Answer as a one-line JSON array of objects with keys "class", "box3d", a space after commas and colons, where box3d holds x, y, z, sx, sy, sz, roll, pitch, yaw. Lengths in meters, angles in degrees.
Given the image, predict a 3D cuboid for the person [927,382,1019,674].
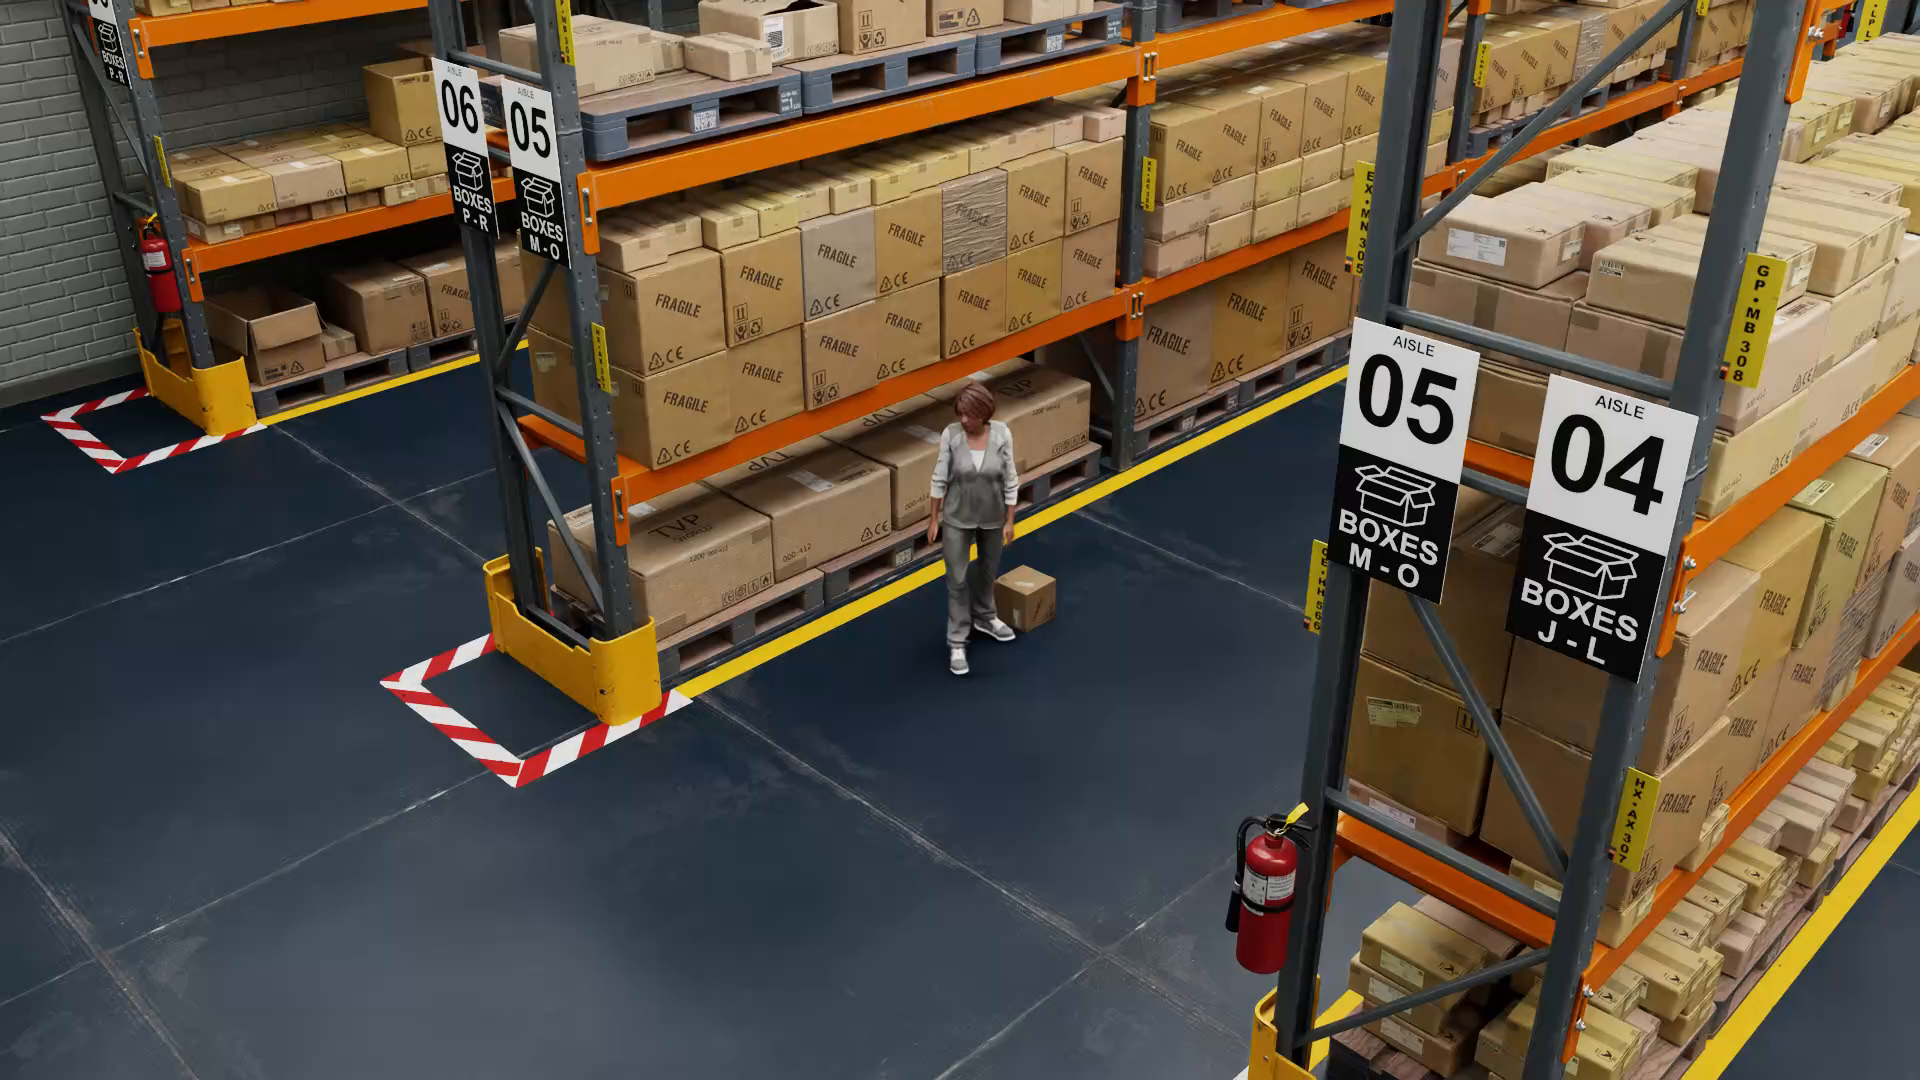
[{"class": "person", "box3d": [0.076, -0.087, 8.764, 0.496, 1.573, 0.545, -5, 28, -8]}]
